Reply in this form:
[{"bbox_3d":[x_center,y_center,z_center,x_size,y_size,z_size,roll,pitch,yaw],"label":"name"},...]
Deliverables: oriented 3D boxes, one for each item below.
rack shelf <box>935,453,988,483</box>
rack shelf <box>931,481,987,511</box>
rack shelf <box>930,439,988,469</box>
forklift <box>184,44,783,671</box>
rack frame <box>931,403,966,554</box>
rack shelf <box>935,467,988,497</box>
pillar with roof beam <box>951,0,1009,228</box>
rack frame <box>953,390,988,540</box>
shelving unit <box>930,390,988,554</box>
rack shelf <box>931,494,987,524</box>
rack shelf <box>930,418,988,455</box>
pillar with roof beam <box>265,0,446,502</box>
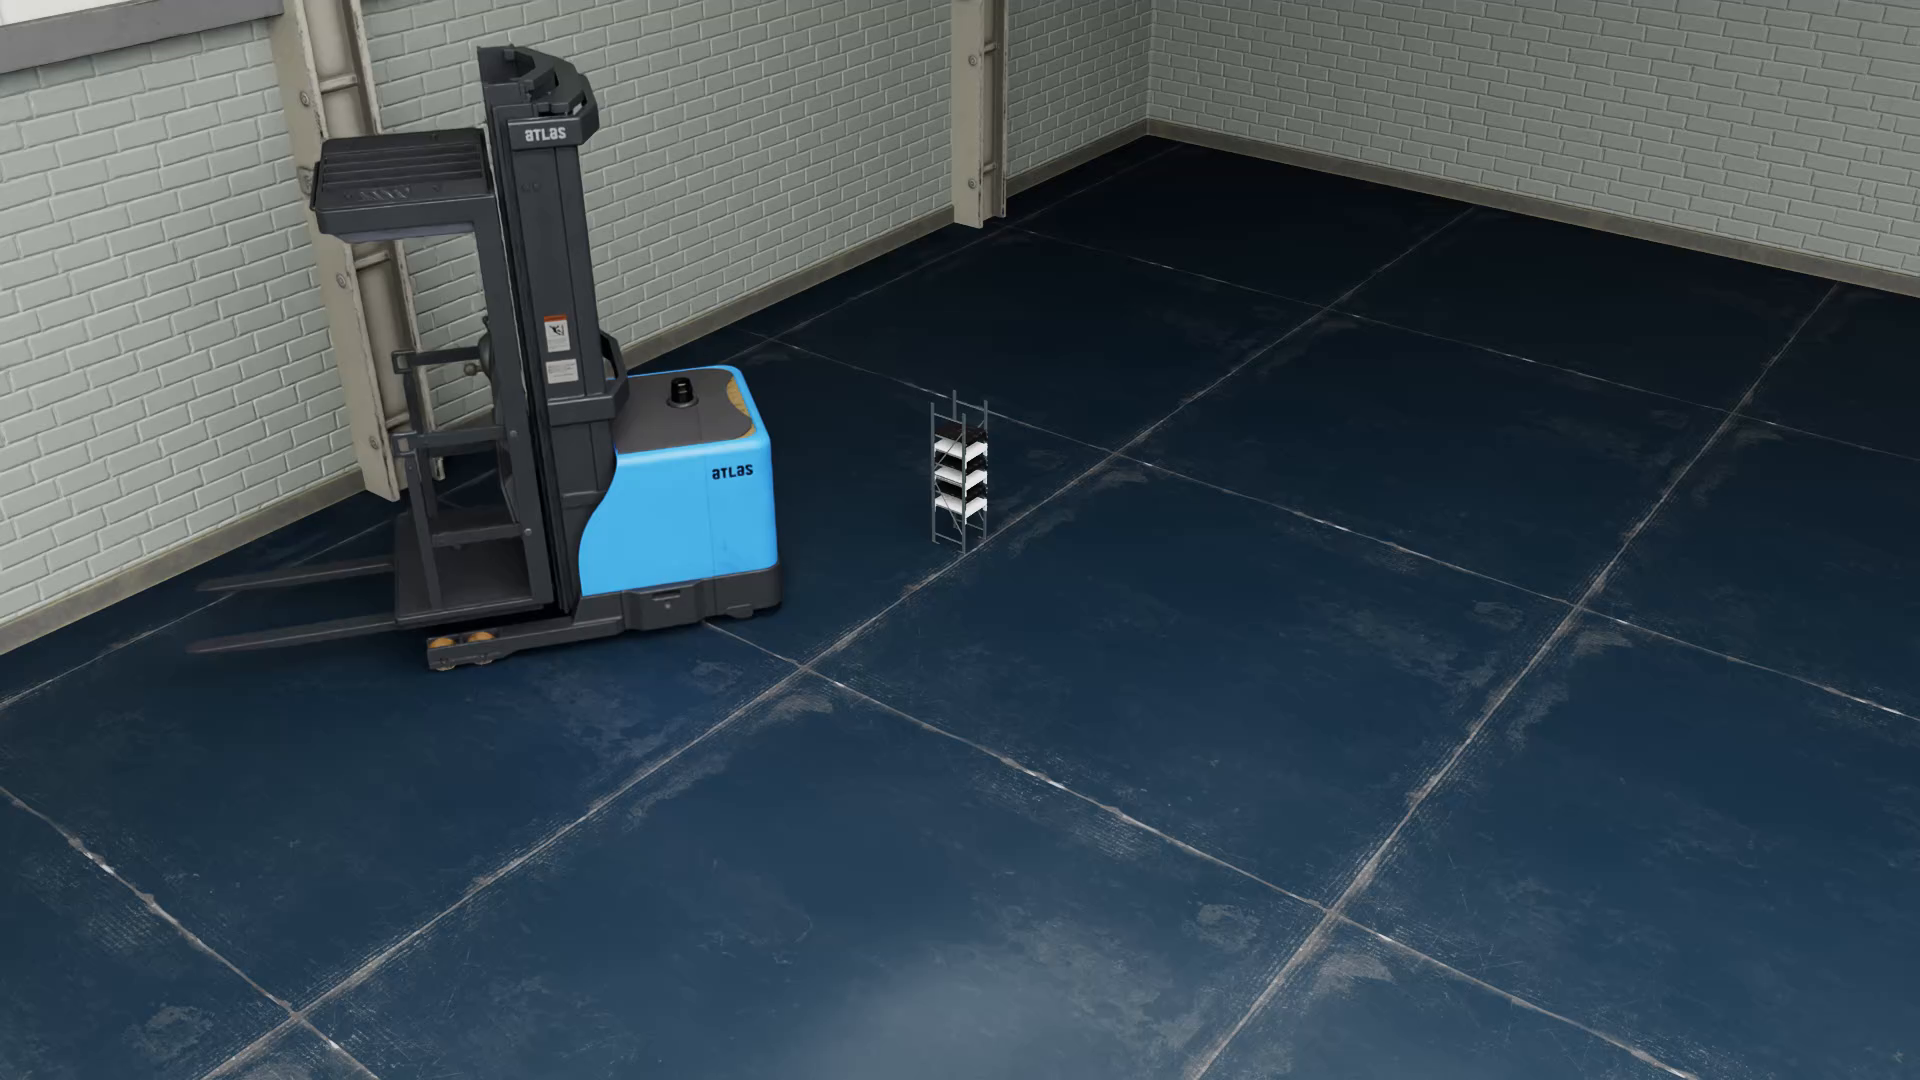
[{"bbox_3d":[-0.005,-0.433,9.486,0.258,0.077,0.200,21,37,31],"label":"rack shelf"},{"bbox_3d":[-0.005,-0.278,9.578,0.258,0.077,0.200,21,37,31],"label":"rack shelf"},{"bbox_3d":[-0.005,-0.510,9.440,0.258,0.077,0.200,21,37,31],"label":"rack shelf"},{"bbox_3d":[-2.543,-0.886,8.370,3.031,2.935,1.130,-9,32,-14],"label":"forklift"},{"bbox_3d":[-0.066,-0.342,9.445,0.240,0.900,0.006,21,37,31],"label":"rack frame"},{"bbox_3d":[-0.005,-0.355,9.532,0.258,0.077,0.200,21,37,31],"label":"rack shelf"},{"bbox_3d":[3.596,-5.344,9.940,9.100,9.000,0.400,21,37,31],"label":"pillar with roof beam"},{"bbox_3d":[0.056,-0.425,9.585,0.240,0.900,0.006,21,37,31],"label":"rack frame"},{"bbox_3d":[-0.005,-0.384,9.515,0.258,0.900,0.210,21,37,31],"label":"shelving unit"},{"bbox_3d":[-0.005,-0.200,9.624,0.258,0.077,0.200,21,37,31],"label":"rack shelf"},{"bbox_3d":[-0.005,-0.587,9.394,0.258,0.077,0.200,21,37,31],"label":"rack shelf"},{"bbox_3d":[-0.026,-2.905,5.825,9.100,9.000,0.400,21,37,31],"label":"pillar with roof beam"}]
